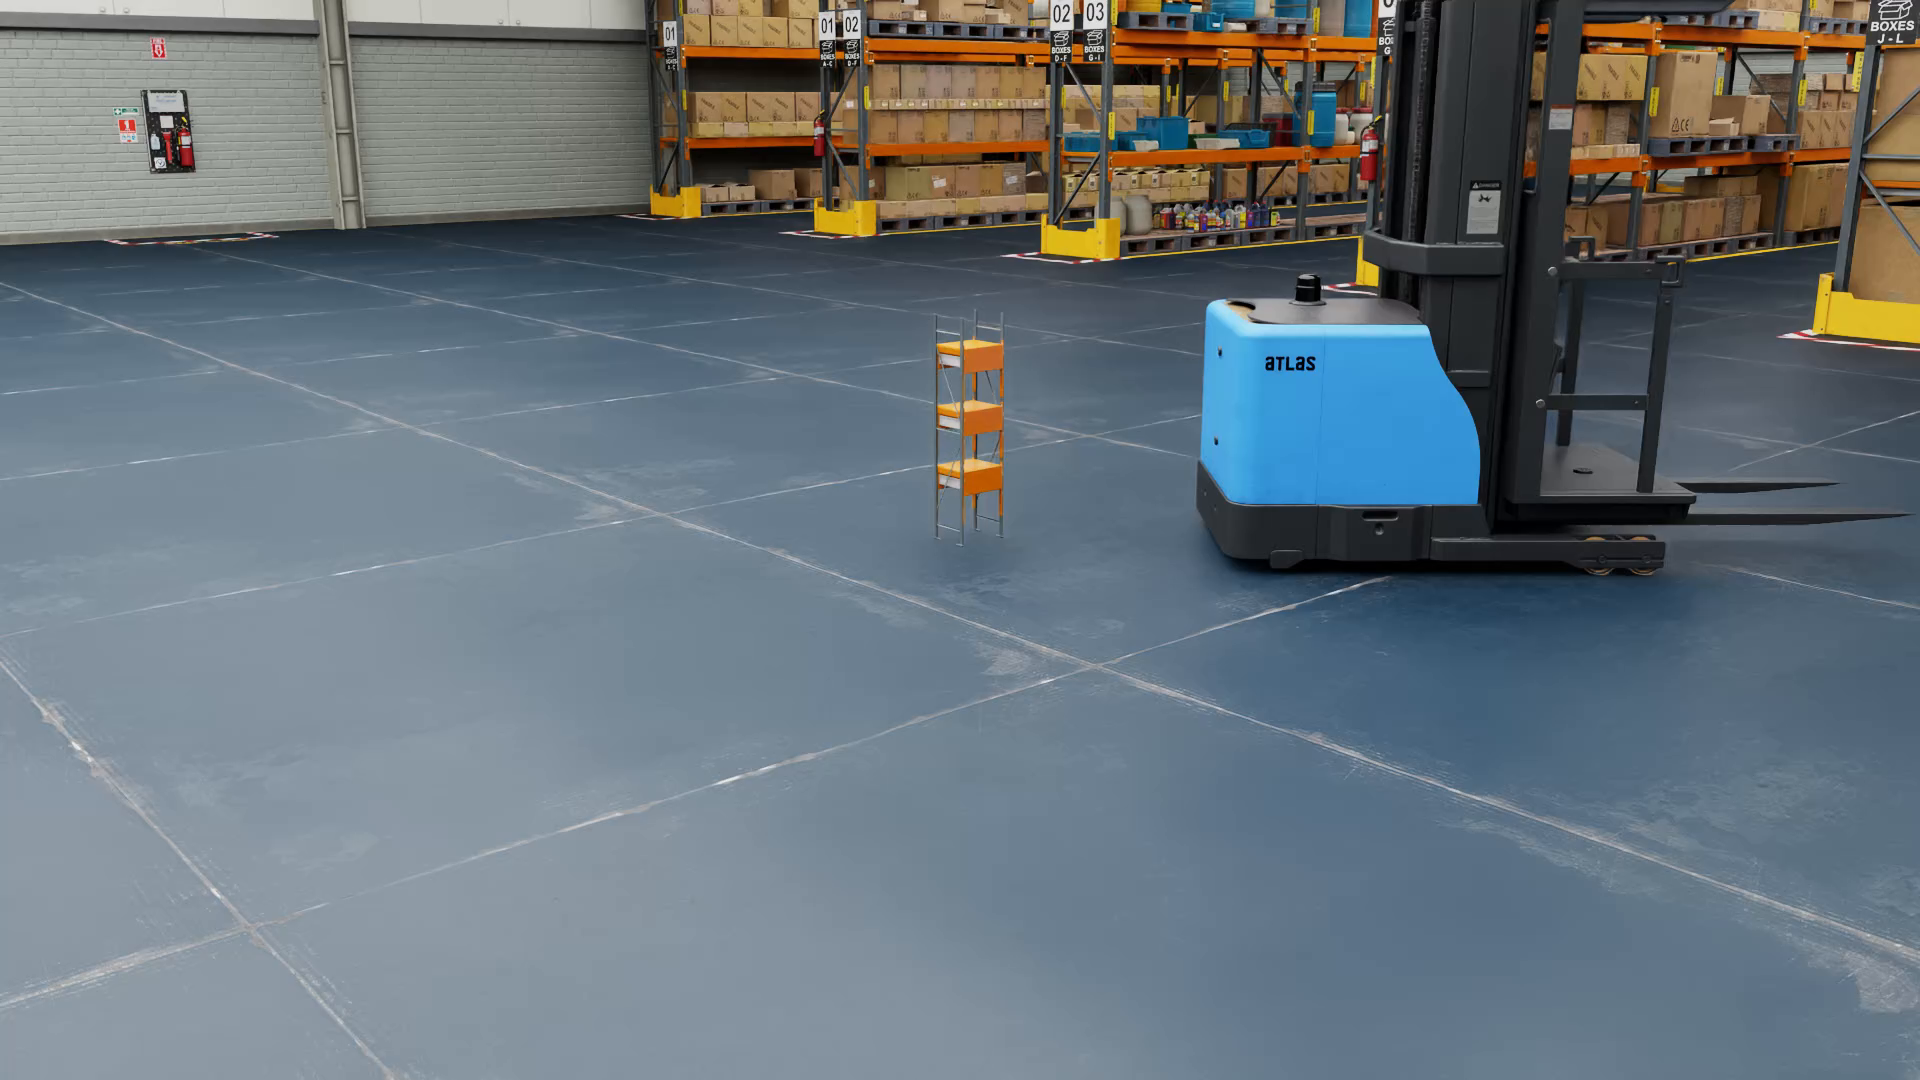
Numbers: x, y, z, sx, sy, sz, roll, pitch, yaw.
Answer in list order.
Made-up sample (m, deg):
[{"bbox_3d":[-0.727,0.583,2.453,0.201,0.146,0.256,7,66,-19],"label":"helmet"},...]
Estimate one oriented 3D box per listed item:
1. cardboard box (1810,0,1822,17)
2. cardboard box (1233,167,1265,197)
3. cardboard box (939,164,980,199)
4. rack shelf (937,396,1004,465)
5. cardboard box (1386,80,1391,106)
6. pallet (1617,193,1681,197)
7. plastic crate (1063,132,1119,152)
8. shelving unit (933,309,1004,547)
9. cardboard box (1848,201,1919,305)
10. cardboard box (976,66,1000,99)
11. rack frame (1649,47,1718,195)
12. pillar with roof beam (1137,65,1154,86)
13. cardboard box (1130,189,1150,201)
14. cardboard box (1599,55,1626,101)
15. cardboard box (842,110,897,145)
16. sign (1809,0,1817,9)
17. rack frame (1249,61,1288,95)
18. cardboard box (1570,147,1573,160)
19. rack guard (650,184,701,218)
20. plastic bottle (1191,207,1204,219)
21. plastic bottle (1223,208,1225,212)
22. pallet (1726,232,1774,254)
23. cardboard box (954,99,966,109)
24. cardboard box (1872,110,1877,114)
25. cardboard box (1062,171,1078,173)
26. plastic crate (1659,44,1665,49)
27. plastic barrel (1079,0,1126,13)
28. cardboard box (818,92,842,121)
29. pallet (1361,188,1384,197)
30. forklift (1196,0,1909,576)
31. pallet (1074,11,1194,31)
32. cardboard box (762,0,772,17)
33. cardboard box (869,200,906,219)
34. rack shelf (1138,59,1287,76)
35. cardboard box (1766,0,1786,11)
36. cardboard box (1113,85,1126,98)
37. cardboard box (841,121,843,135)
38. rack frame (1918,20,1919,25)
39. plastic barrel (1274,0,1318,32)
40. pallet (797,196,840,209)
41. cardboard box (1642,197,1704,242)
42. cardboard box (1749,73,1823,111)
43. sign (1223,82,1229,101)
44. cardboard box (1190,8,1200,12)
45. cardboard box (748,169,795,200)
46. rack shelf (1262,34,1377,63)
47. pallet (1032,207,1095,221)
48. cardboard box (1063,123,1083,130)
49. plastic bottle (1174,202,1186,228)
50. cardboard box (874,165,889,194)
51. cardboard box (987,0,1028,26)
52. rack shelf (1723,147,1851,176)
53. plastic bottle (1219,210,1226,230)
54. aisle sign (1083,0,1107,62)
[{"bbox_3d":[11.229,-7.339,22.586,0.637,0.503,0.797,-11,19,-36],"label":"cardboard box"},{"bbox_3d":[5.238,-6.565,30.506,0.500,0.500,0.500,-14,20,-41],"label":"cardboard box"},{"bbox_3d":[-0.035,-5.631,26.081,0.500,0.500,0.500,-13,19,-39],"label":"cardboard box"},{"bbox_3d":[0.040,-0.506,7.651,0.240,0.259,0.215,-13,19,-39],"label":"rack shelf"},{"bbox_3d":[8.262,-8.770,32.640,0.500,0.500,0.500,-13,20,-41],"label":"cardboard box"},{"bbox_3d":[12.952,-6.360,31.150,1.213,0.211,1.003,-13,19,-39],"label":"pallet"},{"bbox_3d":[1.711,-5.200,21.692,0.616,0.251,0.499,-13,19,-39],"label":"plastic crate"},{"bbox_3d":[0.040,-0.516,7.648,0.252,1.050,0.215,-13,19,-39],"label":"shelving unit"},{"bbox_3d":[8.429,-2.486,14.546,0.875,0.875,0.875,-13,19,-39],"label":"cardboard box"},{"bbox_3d":[0.209,-7.199,26.182,0.500,0.500,0.700,-13,20,-39],"label":"cardboard box"},{"bbox_3d":[13.600,-7.839,31.284,0.127,3.000,1.000,-13,19,-39],"label":"rack frame"},{"bbox_3d":[6.865,-11.437,33.131,0.400,9.000,9.100,-13,19,-39],"label":"pillar with roof beam"},{"bbox_3d":[2.925,-5.926,28.638,0.500,0.250,0.500,-12,19,-38],"label":"cardboard box"},{"bbox_3d":[7.263,-5.302,19.080,0.500,0.500,0.500,-13,19,-39],"label":"cardboard box"},{"bbox_3d":[-1.359,-6.218,25.024,0.500,0.500,0.700,-13,19,-39],"label":"cardboard box"},{"bbox_3d":[11.171,-7.112,21.750,0.005,0.325,0.100,-13,19,-39],"label":"sign"},{"bbox_3d":[7.096,-9.768,38.505,0.127,3.000,1.000,-13,19,-39],"label":"rack frame"},{"bbox_3d":[6.688,-4.376,18.805,0.250,0.149,0.380,-13,19,-39],"label":"cardboard box"},{"bbox_3d":[-4.916,-5.862,28.728,0.348,0.500,1.175,-13,19,-39],"label":"rack guard"},{"bbox_3d":[3.319,-4.518,23.278,0.135,0.276,0.152,-13,19,-39],"label":"plastic bottle"},{"bbox_3d":[3.666,-4.448,23.000,0.133,0.283,0.061,-13,19,-39],"label":"plastic bottle"},{"bbox_3d":[10.225,-4.040,22.466,1.213,0.211,1.003,-13,19,-39],"label":"pallet"},{"bbox_3d":[-0.122,-6.740,25.719,0.250,0.149,0.380,-12,19,-39],"label":"cardboard box"},{"bbox_3d":[12.892,-5.941,23.984,0.500,0.500,0.500,-13,20,-40],"label":"cardboard box"},{"bbox_3d":[1.804,-6.130,28.315,0.500,0.311,0.500,-12,19,-38],"label":"cardboard box"},{"bbox_3d":[12.204,-8.762,29.440,0.530,0.136,0.437,-13,19,-39],"label":"plastic crate"},{"bbox_3d":[1.813,-7.095,21.041,0.708,0.830,0.600,-13,19,-39],"label":"plastic barrel"},{"bbox_3d":[-2.483,-7.808,29.969,0.500,0.500,0.500,-13,20,-40],"label":"cardboard box"},{"bbox_3d":[8.773,-7.103,33.933,1.213,0.211,1.003,-13,19,-39],"label":"pallet"},{"bbox_3d":[2.663,-1.399,7.309,3.031,2.935,1.130,0,15,0],"label":"forklift"},{"bbox_3d":[2.218,-6.608,21.228,1.213,0.211,1.003,-13,19,-39],"label":"pallet"},{"bbox_3d":[-3.645,-9.429,29.254,0.500,0.500,0.500,-13,20,-39],"label":"cardboard box"},{"bbox_3d":[-1.169,-5.015,25.228,0.500,0.250,0.500,-13,19,-39],"label":"cardboard box"},{"bbox_3d":[5.588,-10.530,36.942,4.000,0.370,1.077,-13,19,-39],"label":"rack shelf"},{"bbox_3d":[10.241,-7.040,21.318,0.500,0.500,0.500,-13,20,-39],"label":"cardboard box"},{"bbox_3d":[3.117,-9.354,34.694,0.500,0.250,0.500,-12,19,-38],"label":"cardboard box"},{"bbox_3d":[-2.115,-7.533,30.390,0.500,0.250,0.500,-13,19,-39],"label":"cardboard box"},{"bbox_3d":[13.833,-9.095,24.364,0.127,3.000,1.000,-13,19,-39],"label":"rack frame"},{"bbox_3d":[4.788,-7.626,23.703,0.708,0.901,0.600,-13,19,-39],"label":"plastic barrel"},{"bbox_3d":[-2.440,-6.267,30.803,1.213,0.211,1.003,-13,19,-39],"label":"pallet"},{"bbox_3d":[9.070,-4.119,21.348,0.700,0.500,0.500,14,20,42],"label":"cardboard box"},{"bbox_3d":[11.378,-6.173,22.910,0.637,0.503,0.797,-12,19,-38],"label":"cardboard box"},{"bbox_3d":[4.683,-7.901,29.271,0.005,0.325,0.100,-13,19,-39],"label":"sign"},{"bbox_3d":[4.801,-11.146,35.684,0.500,0.500,0.500,-13,20,-40],"label":"cardboard box"},{"bbox_3d":[-3.376,-6.373,29.787,0.500,0.500,0.700,-14,21,-43],"label":"cardboard box"},{"bbox_3d":[6.056,-7.247,24.648,4.000,0.370,1.077,-13,19,-39],"label":"rack shelf"},{"bbox_3d":[1.829,-5.556,28.142,1.213,0.211,1.003,-13,19,-39],"label":"pallet"},{"bbox_3d":[1.841,-6.891,27.995,0.258,0.266,0.396,-13,20,-41],"label":"cardboard box"},{"bbox_3d":[3.062,-4.547,23.242,0.185,0.351,0.144,-12,19,-37],"label":"plastic bottle"},{"bbox_3d":[-1.412,-6.868,31.639,0.500,0.500,0.700,-12,19,-38],"label":"cardboard box"},{"bbox_3d":[0.745,-8.505,26.687,0.500,0.500,0.500,-11,18,-35],"label":"cardboard box"},{"bbox_3d":[12.325,-5.511,23.962,4.000,0.370,1.077,-13,19,-39],"label":"rack shelf"},{"bbox_3d":[3.589,-4.379,22.765,0.097,0.271,0.097,0,15,0],"label":"plastic bottle"},{"bbox_3d":[1.668,-6.315,20.543,0.004,0.787,0.394,-13,19,-39],"label":"aisle sign"}]
